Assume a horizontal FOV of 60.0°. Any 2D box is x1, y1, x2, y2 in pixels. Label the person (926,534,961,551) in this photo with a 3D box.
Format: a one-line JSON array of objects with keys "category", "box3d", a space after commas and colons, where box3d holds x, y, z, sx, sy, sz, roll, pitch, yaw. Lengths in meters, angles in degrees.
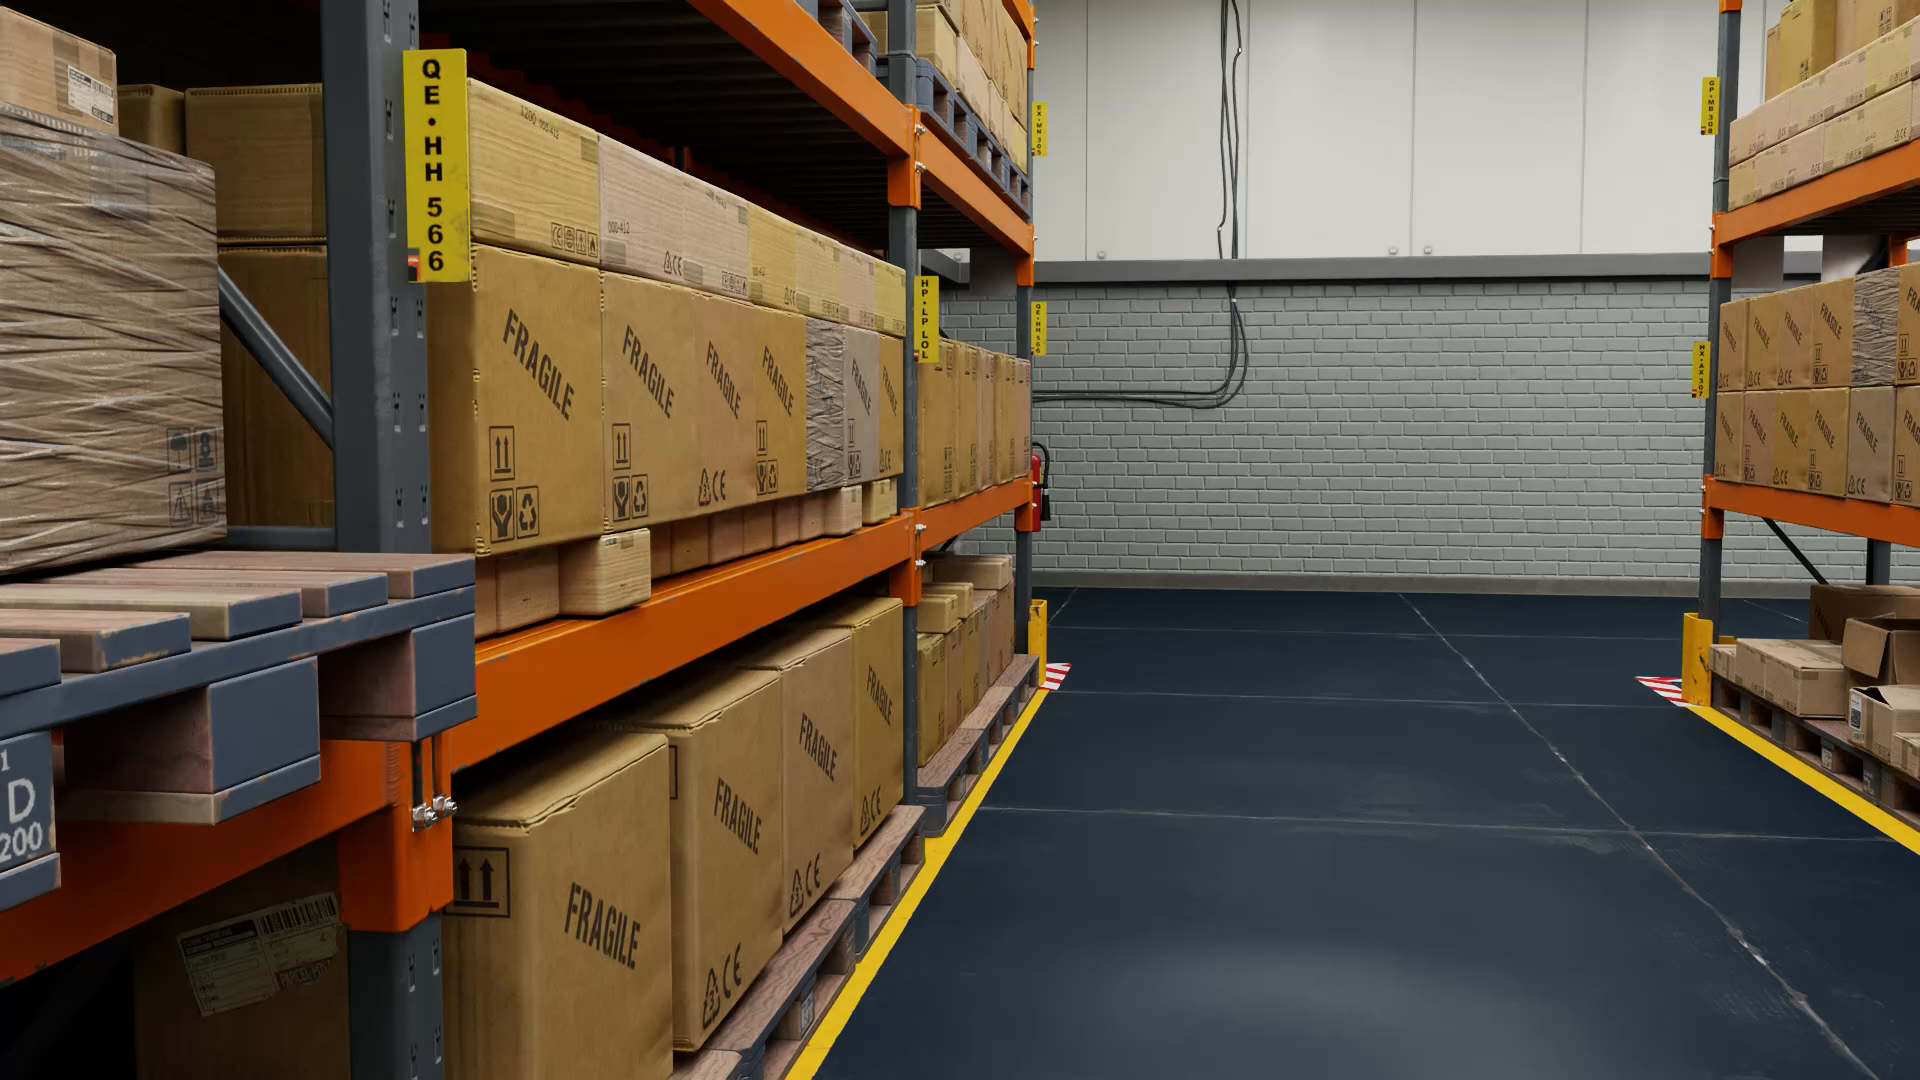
[{"category": "person", "box3d": [-0.143, -0.113, 11.921, 0.484, 1.773, 0.551, 1, 5, 16]}]
